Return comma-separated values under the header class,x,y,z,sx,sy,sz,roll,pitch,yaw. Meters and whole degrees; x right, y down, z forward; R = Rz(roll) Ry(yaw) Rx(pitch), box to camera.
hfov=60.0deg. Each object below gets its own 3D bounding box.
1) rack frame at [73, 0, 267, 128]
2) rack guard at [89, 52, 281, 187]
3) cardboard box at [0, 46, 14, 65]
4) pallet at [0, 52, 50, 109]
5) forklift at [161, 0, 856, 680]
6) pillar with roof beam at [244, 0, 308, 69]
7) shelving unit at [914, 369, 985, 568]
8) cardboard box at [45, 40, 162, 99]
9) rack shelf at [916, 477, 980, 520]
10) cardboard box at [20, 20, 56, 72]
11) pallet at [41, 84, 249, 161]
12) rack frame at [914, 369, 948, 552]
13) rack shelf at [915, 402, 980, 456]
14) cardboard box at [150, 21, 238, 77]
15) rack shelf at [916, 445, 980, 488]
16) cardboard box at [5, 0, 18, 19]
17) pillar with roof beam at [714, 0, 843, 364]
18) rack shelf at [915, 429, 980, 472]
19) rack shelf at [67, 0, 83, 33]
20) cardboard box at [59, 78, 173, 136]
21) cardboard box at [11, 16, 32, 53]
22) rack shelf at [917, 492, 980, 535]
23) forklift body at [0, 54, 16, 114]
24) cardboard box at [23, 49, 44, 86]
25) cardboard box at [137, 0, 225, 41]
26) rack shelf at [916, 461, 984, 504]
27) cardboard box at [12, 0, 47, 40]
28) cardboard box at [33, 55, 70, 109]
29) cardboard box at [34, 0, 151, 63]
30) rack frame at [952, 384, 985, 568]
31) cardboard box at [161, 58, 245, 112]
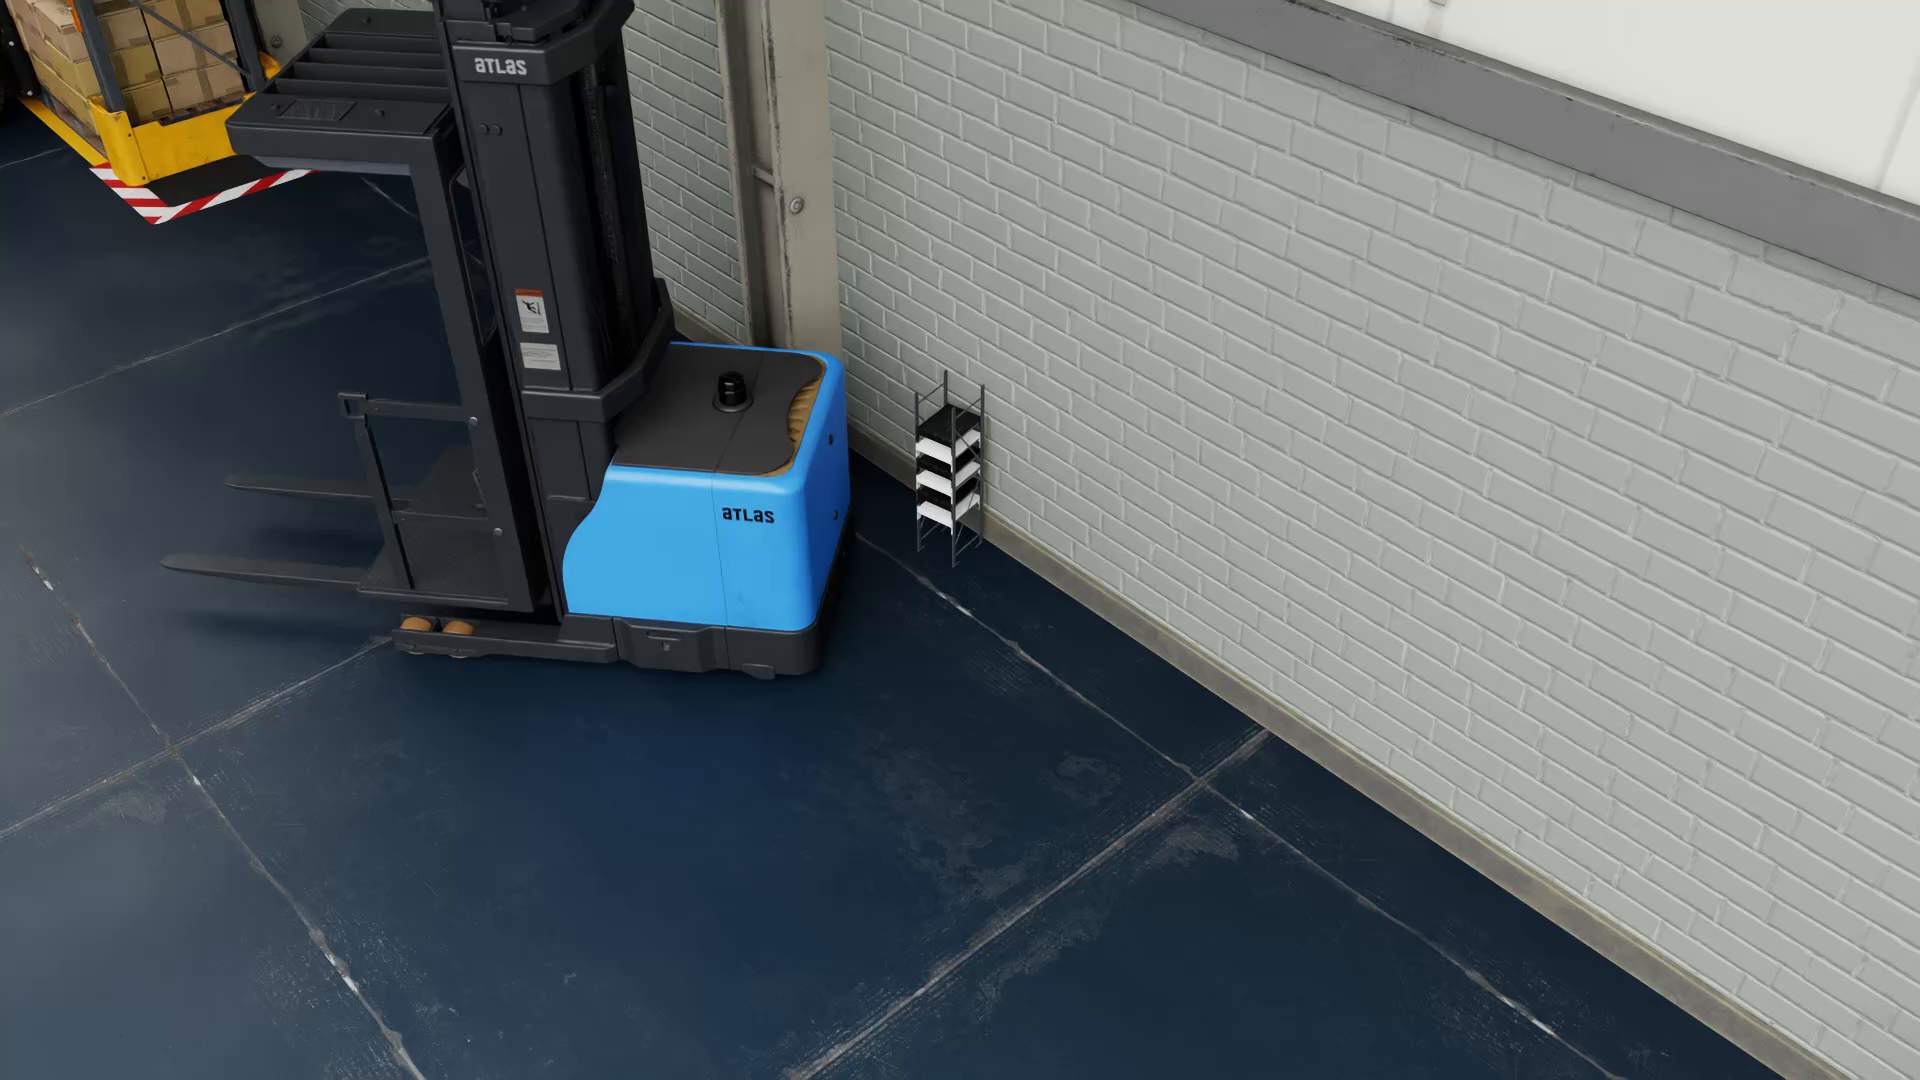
class,x,y,z,sx,sy,sz,roll,pitch,yaw
rack frame,-5.078,-3.785,10.257,1.000,3.000,0.127,-30,48,-32
rack guard,-5.062,-2.801,11.029,1.175,0.500,0.348,-30,48,-32
cardboard box,-6.657,-3.662,11.959,0.500,0.250,0.500,-28,47,-30
pallet,-6.447,-3.601,12.248,1.003,0.211,1.213,-30,48,-32
forklift,-2.050,-0.944,6.794,3.031,2.935,1.130,5,39,6
pillar with roof beam,-8.056,-4.995,6.980,9.100,9.000,0.400,-30,48,-32
shelving unit,-0.046,-0.318,7.635,0.210,0.900,0.258,24,45,27
cardboard box,-5.638,-3.166,10.946,0.500,0.250,0.500,-31,48,-32
rack shelf,-0.046,-0.222,7.713,0.200,0.077,0.258,24,45,27
cardboard box,-5.969,-3.402,11.239,0.500,0.250,0.500,-30,48,-32
pallet,-5.626,-3.036,11.549,1.003,0.211,1.213,-30,48,-32
rack frame,-0.129,-0.355,7.681,0.006,0.900,0.240,24,45,27
rack shelf,-0.046,-0.502,7.487,0.200,0.077,0.258,24,45,27
cardboard box,-5.243,-3.379,11.211,0.500,0.250,0.500,-29,47,-31
rack shelf,-0.046,-0.362,7.600,0.200,0.077,0.258,24,45,27
cardboard box,-6.318,-3.811,11.348,0.500,0.250,0.500,-29,47,-31
pillar with roof beam,-3.998,-2.218,3.542,9.100,9.000,0.400,-30,48,-32
rack shelf,-0.046,-0.432,7.543,0.200,0.077,0.258,24,45,27
rack shelf,-6.431,-4.431,11.629,1.077,0.370,4.000,-30,48,-32
cardboard box,-5.629,-2.962,11.092,0.500,0.250,0.500,-30,47,-31
cardboard box,-6.333,-3.632,11.524,0.500,0.250,0.500,-31,48,-33
rack shelf,-0.046,-0.152,7.769,0.200,0.077,0.258,24,45,27
forklift body,-7.704,-3.557,10.650,2.313,2.155,1.214,-30,48,-32
cardboard box,-6.290,-3.431,11.673,0.500,0.250,0.500,-29,47,-31
cardboard box,-5.264,-3.571,11.050,0.500,0.250,0.500,-31,48,-32
rack shelf,-0.046,-0.292,7.656,0.200,0.077,0.258,24,45,27
cardboard box,-5.969,-3.582,11.064,0.500,0.250,0.500,-29,47,-31
cardboard box,-5.958,-3.196,11.382,0.500,0.250,0.500,-30,48,-32
cardboard box,-5.619,-3.348,10.775,0.500,0.250,0.500,-28,47,-30
rack frame,0.036,-0.281,7.589,0.006,0.900,0.240,24,45,27
cardboard box,-5.266,-3.189,11.373,0.500,0.250,0.500,-30,48,-32
